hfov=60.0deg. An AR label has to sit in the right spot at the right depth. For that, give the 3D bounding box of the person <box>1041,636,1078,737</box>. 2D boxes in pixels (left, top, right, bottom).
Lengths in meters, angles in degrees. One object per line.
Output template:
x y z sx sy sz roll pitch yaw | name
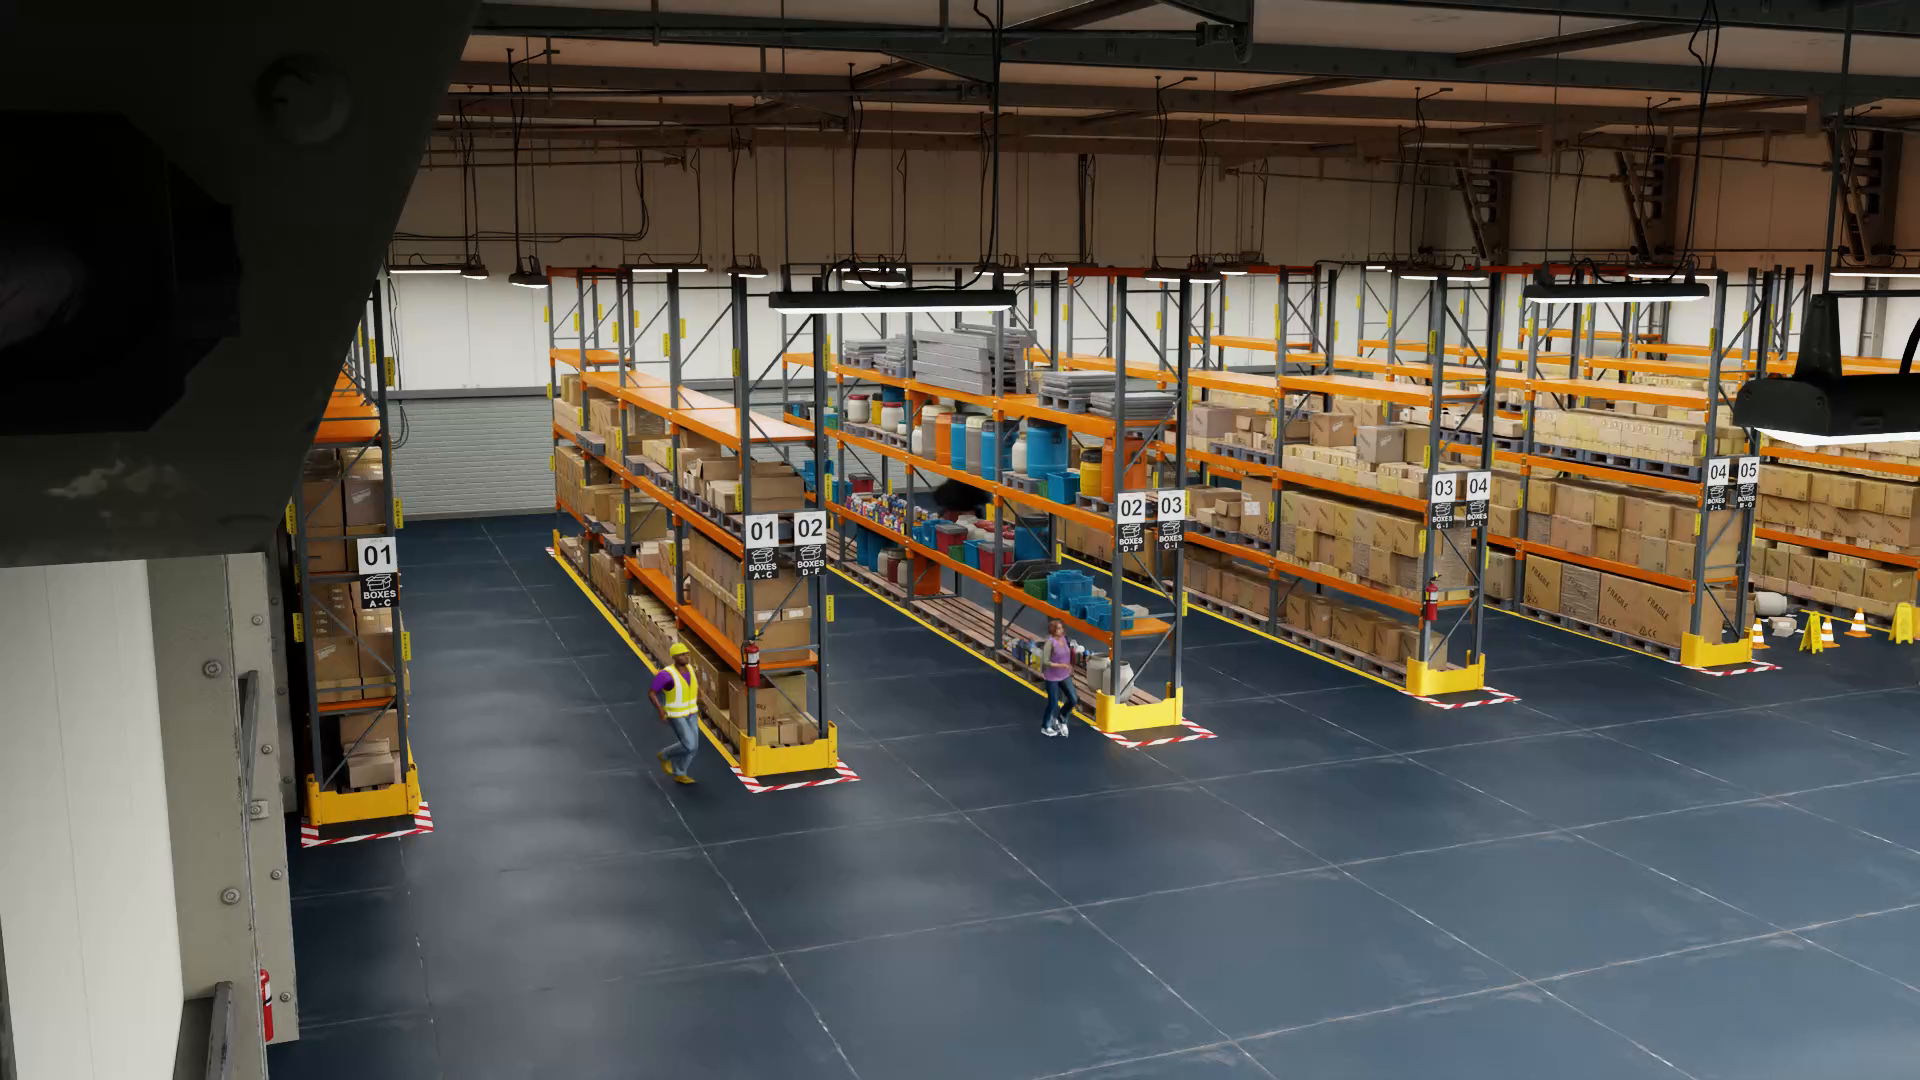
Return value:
1.271 1.919 21.693 0.358 1.366 0.532 -8 13 -39 | person

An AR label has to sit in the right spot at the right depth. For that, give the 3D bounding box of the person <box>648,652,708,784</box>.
-3.311 2.091 19.834 0.582 1.679 0.703 7 12 35 | person
